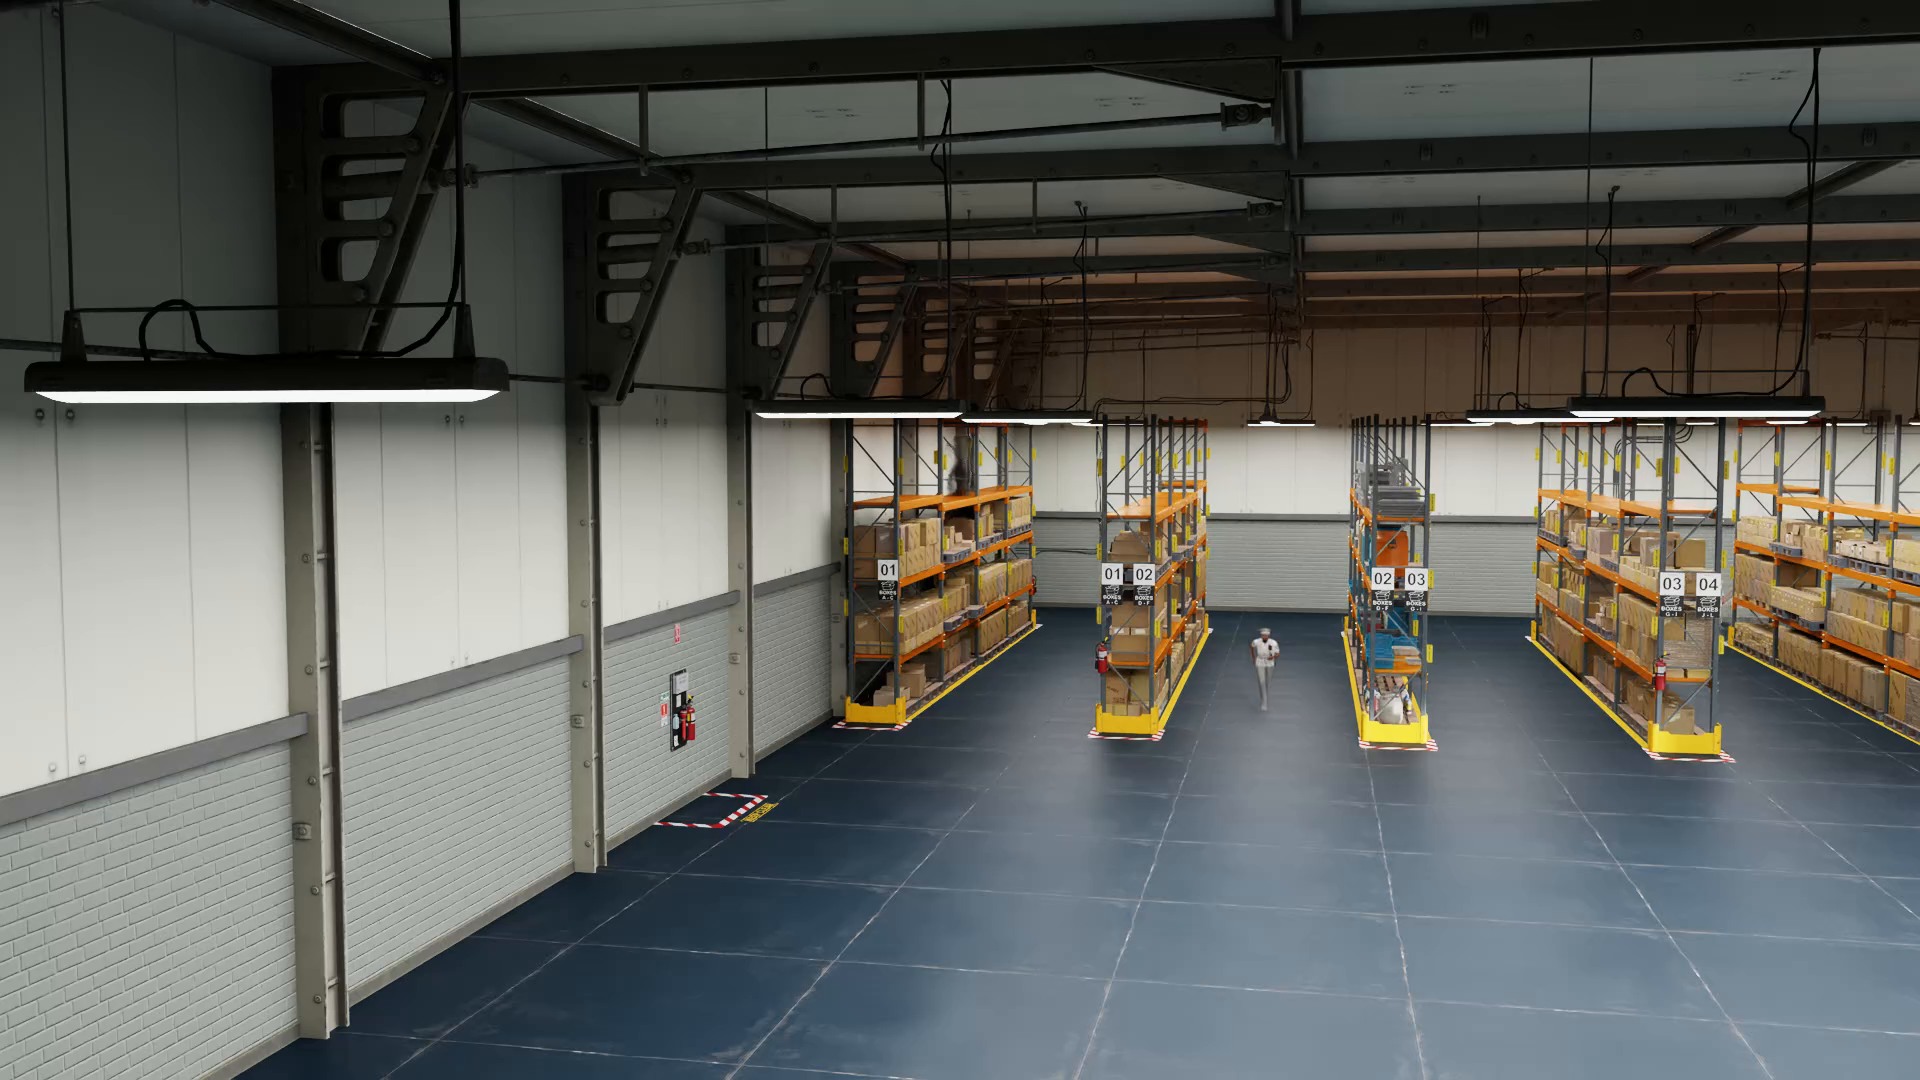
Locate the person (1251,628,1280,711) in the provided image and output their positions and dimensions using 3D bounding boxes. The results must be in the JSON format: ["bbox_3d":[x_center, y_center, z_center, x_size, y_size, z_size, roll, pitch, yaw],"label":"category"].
[{"bbox_3d":[6.280,2.625,34.241,0.579,1.696,1.016,0,4,4],"label":"person"}]

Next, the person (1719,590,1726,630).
[{"bbox_3d":[20.345,1.876,44.889,0.836,1.773,0.710,-2,4,-23],"label":"person"}]
